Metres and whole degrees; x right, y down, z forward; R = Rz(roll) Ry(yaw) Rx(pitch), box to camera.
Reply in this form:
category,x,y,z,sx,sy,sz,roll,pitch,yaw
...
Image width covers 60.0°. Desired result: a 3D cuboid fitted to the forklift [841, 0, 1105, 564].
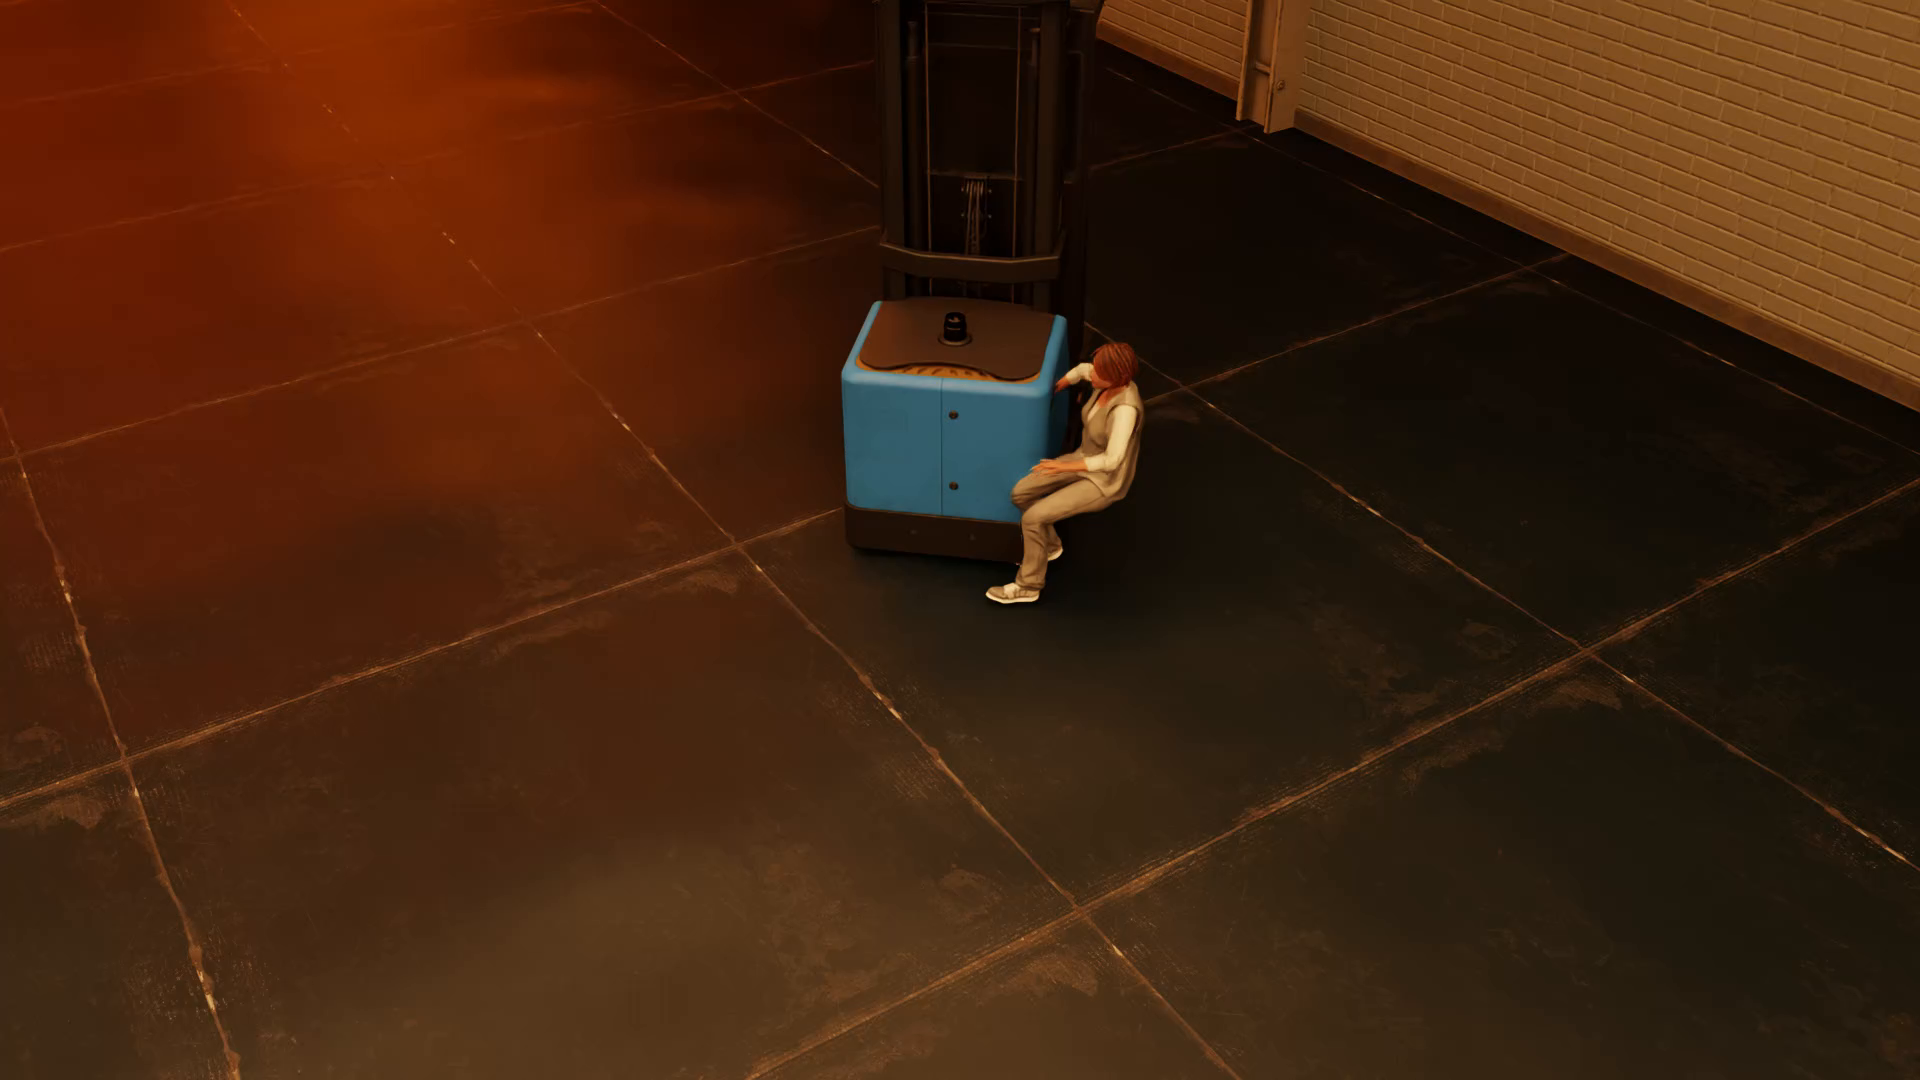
category,x,y,z,sx,sy,sz,roll,pitch,yaw
forklift,0.163,-1.918,8.877,1.130,2.935,3.031,6,35,8

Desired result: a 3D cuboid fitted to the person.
category,x,y,z,sx,sy,sz,roll,pitch,yaw
person,0.478,-0.334,7.978,0.755,1.366,0.832,-13,37,-17
